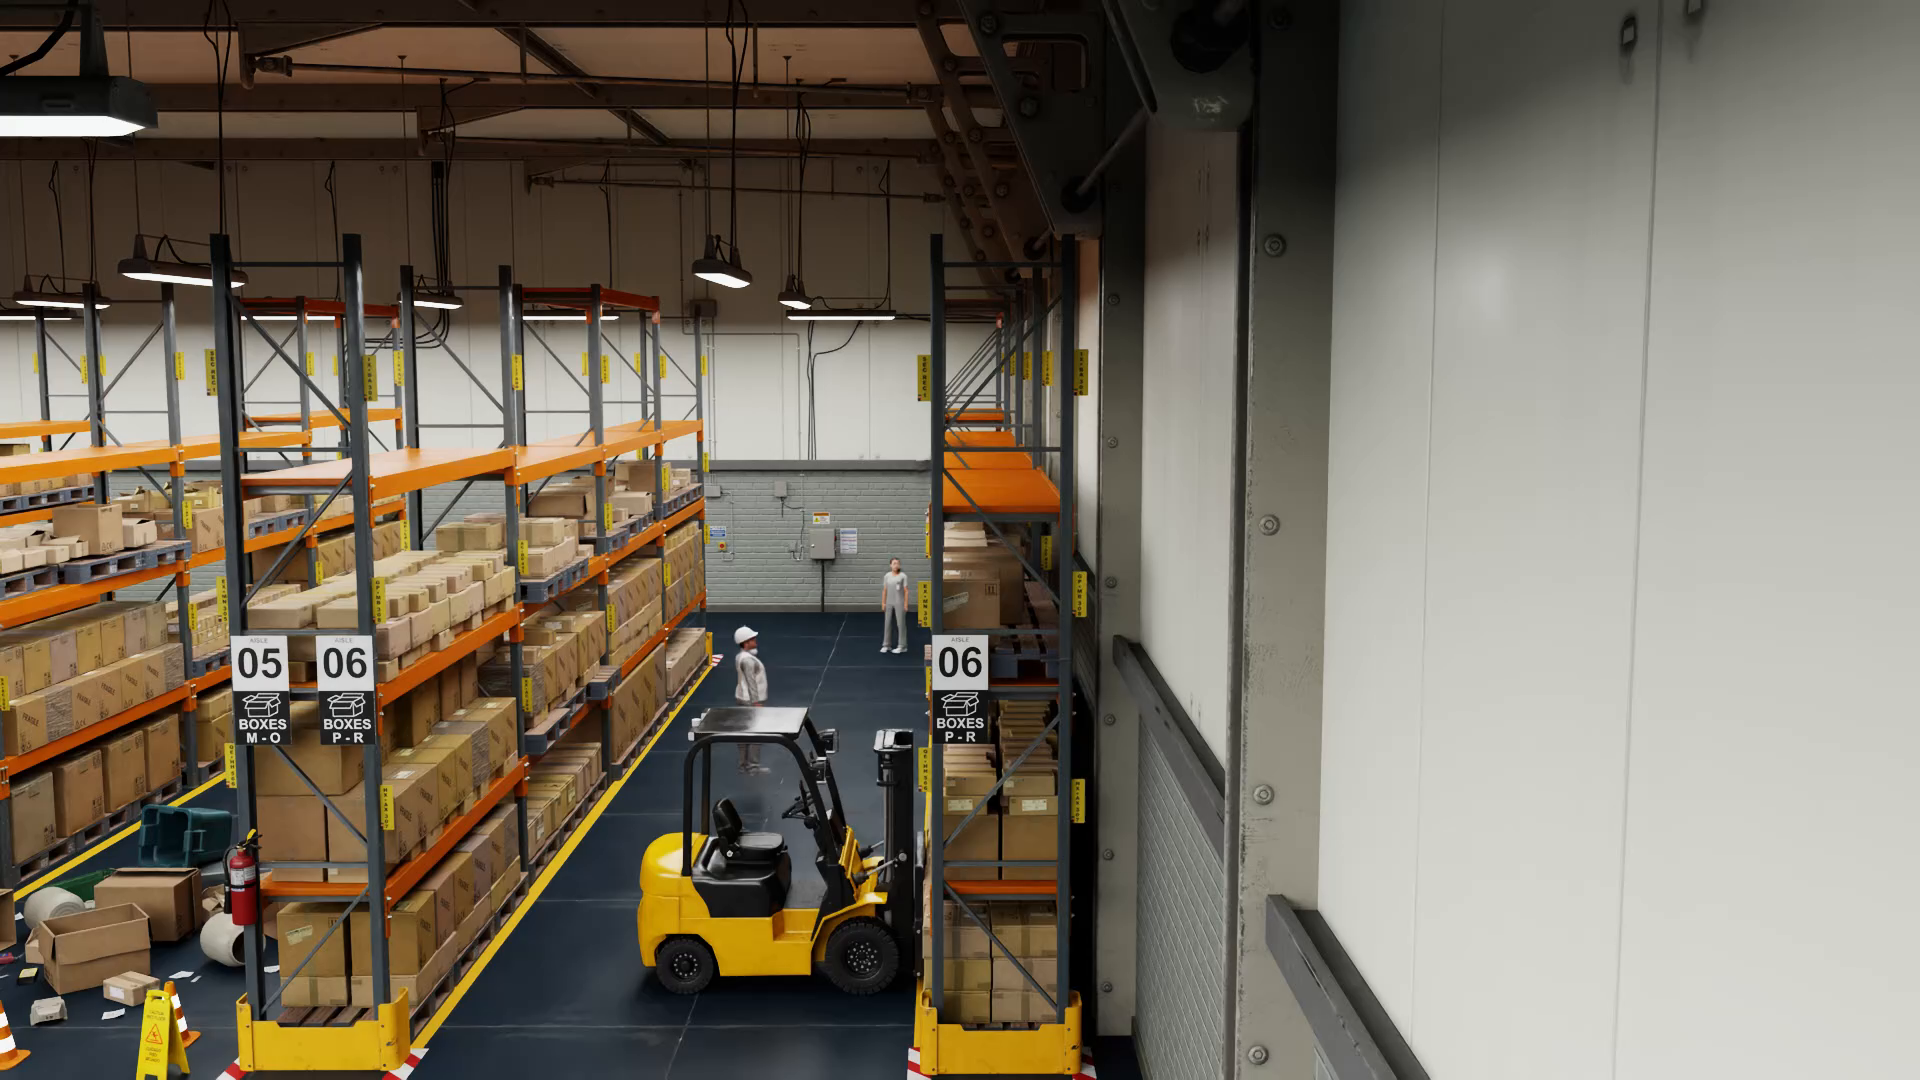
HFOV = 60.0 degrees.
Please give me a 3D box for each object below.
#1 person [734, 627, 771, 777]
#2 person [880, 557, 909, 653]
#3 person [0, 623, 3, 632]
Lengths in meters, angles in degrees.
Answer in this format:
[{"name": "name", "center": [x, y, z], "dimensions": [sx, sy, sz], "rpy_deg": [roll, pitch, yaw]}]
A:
[{"name": "person", "center": [-2.479, 1.911, 19.758], "dimensions": [0.392, 1.771, 0.587], "rpy_deg": [-4, 7, -30]}, {"name": "person", "center": [-1.132, 1.136, 29.060], "dimensions": [0.484, 1.676, 0.407], "rpy_deg": [4, 7, 30]}, {"name": "person", "center": [-12.815, 1.888, 22.255], "dimensions": [0.455, 1.692, 0.524], "rpy_deg": [0, 6, -4]}]
